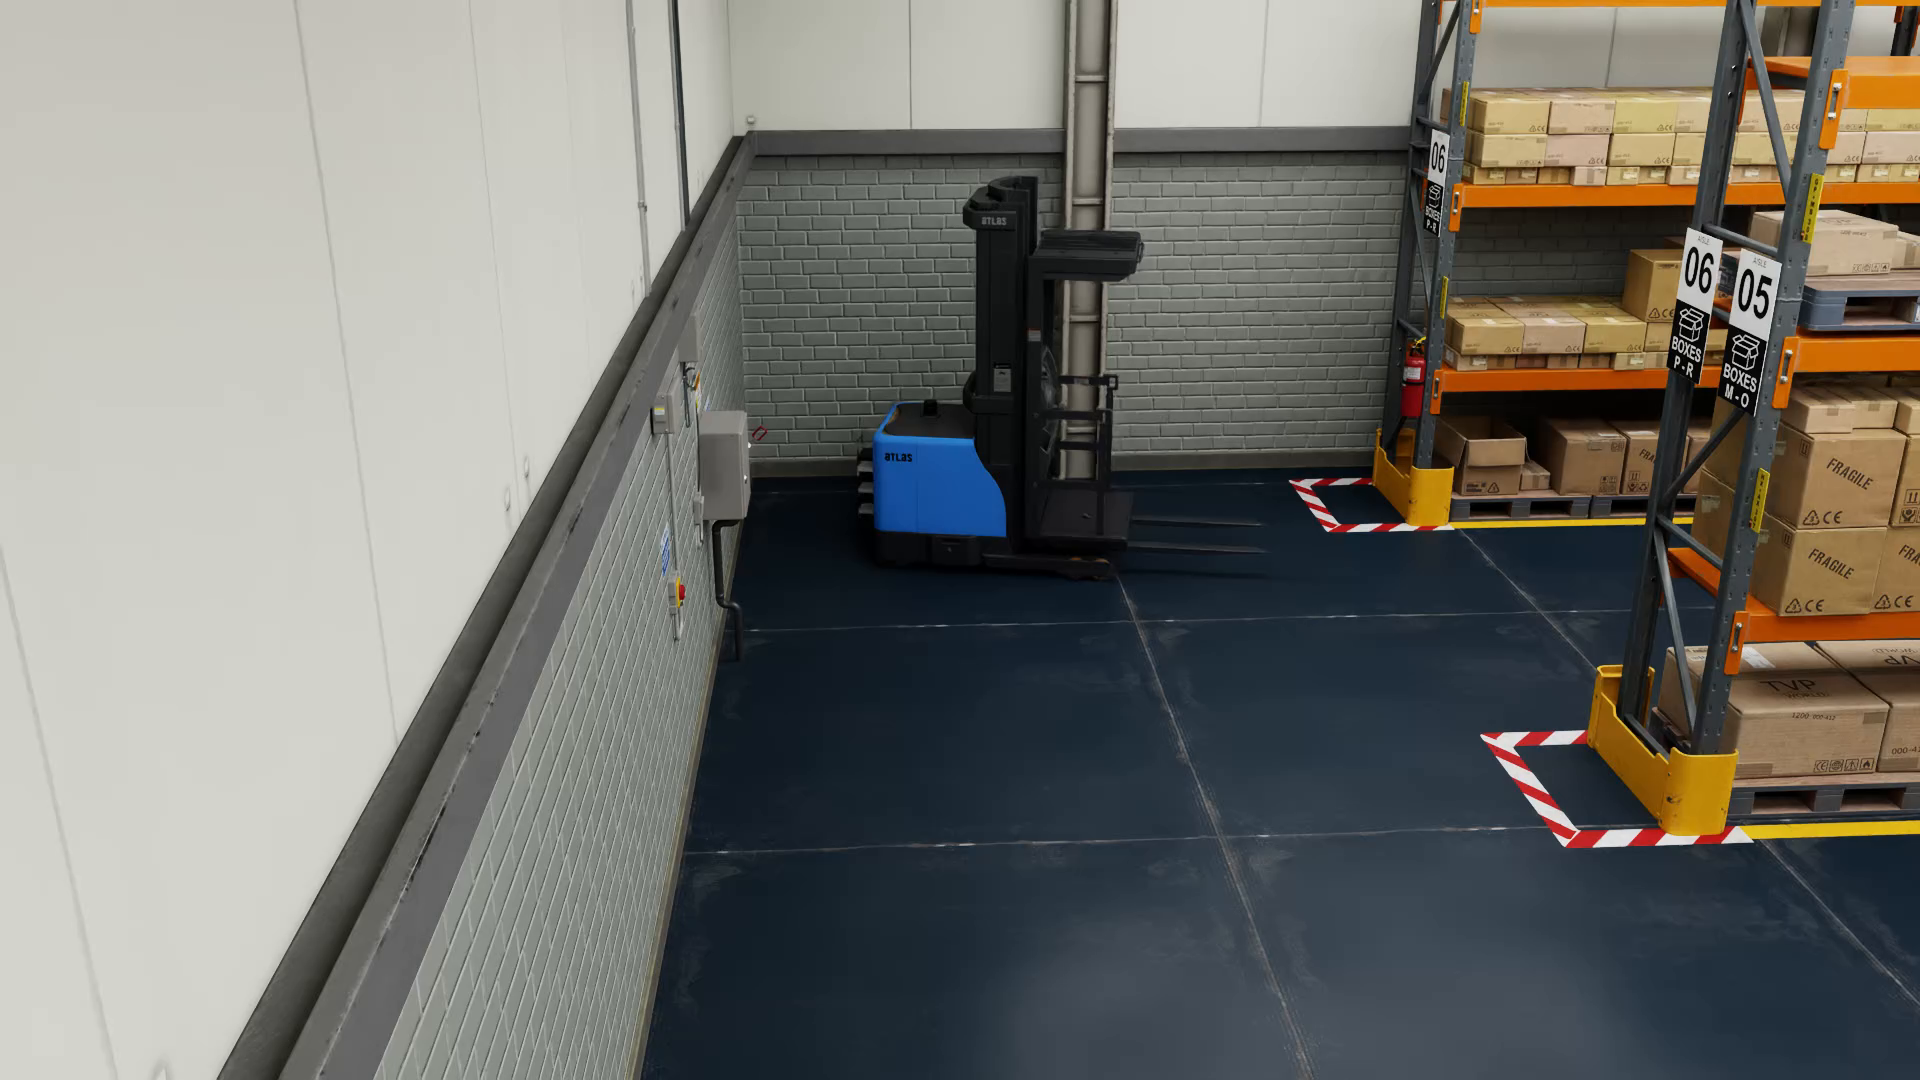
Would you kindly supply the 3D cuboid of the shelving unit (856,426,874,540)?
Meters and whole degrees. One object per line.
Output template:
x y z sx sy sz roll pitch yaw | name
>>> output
-0.710 -0.456 13.554 0.210 0.900 0.258 3 21 7 | shelving unit

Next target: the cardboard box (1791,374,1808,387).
4.461 -0.855 9.194 0.250 0.149 0.380 -1 21 -2 | cardboard box

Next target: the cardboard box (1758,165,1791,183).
6.451 -2.972 13.348 0.250 0.149 0.380 0 21 -1 | cardboard box

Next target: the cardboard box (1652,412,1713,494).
6.335 -0.754 14.310 0.500 0.500 0.700 -2 21 -5 | cardboard box

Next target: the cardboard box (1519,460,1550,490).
4.869 -0.560 14.294 0.250 0.149 0.380 -2 21 -5 | cardboard box

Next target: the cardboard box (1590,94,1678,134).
5.294 -3.366 13.120 0.500 0.250 0.500 -1 21 -4 | cardboard box

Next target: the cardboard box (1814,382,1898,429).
4.742 -0.716 8.829 0.250 0.149 0.380 -1 21 -2 | cardboard box

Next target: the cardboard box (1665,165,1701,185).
5.694 -2.928 13.233 0.250 0.149 0.380 -1 21 -3 | cardboard box

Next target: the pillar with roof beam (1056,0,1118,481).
1.329 -3.263 9.544 0.400 9.000 9.100 -1 21 -3 | pillar with roof beam

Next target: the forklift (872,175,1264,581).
0.873 -1.260 12.811 3.031 2.935 1.130 3 21 7 | forklift

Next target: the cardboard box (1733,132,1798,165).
6.322 -3.156 13.271 0.500 0.250 0.500 -1 21 -2 | cardboard box

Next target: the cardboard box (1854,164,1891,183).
7.233 -2.973 13.350 0.250 0.149 0.380 -1 21 -3 | cardboard box

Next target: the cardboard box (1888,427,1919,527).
5.125 -0.395 8.898 0.500 0.500 0.500 -2 21 -5 | cardboard box

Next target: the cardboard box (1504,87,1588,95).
4.774 -3.546 13.593 0.500 0.250 0.500 -2 21 -5 | cardboard box

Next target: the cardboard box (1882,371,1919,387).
5.219 -0.895 9.298 0.250 0.149 0.380 -1 21 -2 | cardboard box

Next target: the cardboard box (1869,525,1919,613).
5.113 0.066 9.092 0.500 0.500 0.500 -1 21 -4 | cardboard box

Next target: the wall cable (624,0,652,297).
-1.549 -2.548 7.666 0.029 3.000 0.463 -1 21 -3 | wall cable

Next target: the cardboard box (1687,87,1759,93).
6.286 -3.573 13.665 0.500 0.250 0.500 -1 21 -4 | cardboard box

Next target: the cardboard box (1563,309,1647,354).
5.304 -1.727 13.734 0.500 0.250 0.500 -2 21 -4 | cardboard box

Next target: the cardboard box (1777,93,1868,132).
6.824 -3.399 13.208 0.500 0.250 0.500 -1 21 -4 | cardboard box

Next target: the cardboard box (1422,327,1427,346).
4.142 -1.708 14.243 0.250 0.149 0.380 -1 21 -4 | cardboard box

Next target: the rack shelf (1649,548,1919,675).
6.111 0.336 9.534 4.000 0.370 1.077 -1 21 -3 | rack shelf

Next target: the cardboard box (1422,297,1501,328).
4.271 -1.895 14.177 0.500 0.250 0.500 -1 21 -1 | cardboard box

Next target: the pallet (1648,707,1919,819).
4.908 1.299 9.911 1.213 0.211 1.003 -1 21 -3 | pallet

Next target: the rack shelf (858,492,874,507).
-0.710 -0.341 13.598 0.200 0.077 0.258 3 21 7 | rack shelf

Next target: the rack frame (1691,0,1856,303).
4.114 -2.763 8.232 0.127 3.000 1.000 -1 21 -3 | rack frame

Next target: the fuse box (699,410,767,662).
-1.489 0.016 11.174 0.414 1.711 0.539 -1 21 -3 | fuse box

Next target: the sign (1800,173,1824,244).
4.139 -1.610 8.078 0.005 0.325 0.100 -1 21 -3 | sign

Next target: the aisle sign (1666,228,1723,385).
4.024 -1.283 9.122 0.004 0.787 0.394 -1 21 -3 | aisle sign

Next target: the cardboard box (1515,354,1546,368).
4.682 -1.554 13.840 0.250 0.149 0.380 -1 21 -4 | cardboard box

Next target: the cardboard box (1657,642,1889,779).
4.767 0.992 9.809 0.875 0.438 0.875 -2 21 -5 | cardboard box

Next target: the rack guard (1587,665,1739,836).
4.090 1.209 9.743 0.348 0.500 1.175 -1 21 -3 | rack guard

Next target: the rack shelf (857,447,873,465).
-0.710 -0.677 13.470 0.200 0.077 0.258 3 21 7 | rack shelf

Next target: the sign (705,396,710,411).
-1.724 -0.713 11.411 0.001 0.494 0.329 -1 21 -3 | sign

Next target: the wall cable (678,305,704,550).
-1.607 -0.815 10.119 0.122 1.984 0.588 -1 21 -3 | wall cable

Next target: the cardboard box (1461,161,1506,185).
4.158 -2.931 13.242 0.250 0.149 0.380 -1 21 -2 | cardboard box

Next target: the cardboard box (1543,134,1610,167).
4.792 -3.123 13.186 0.500 0.250 0.500 -1 21 -2 | cardboard box

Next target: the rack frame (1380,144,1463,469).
3.827 -1.723 13.931 0.127 3.000 1.000 -1 21 -3 | rack frame

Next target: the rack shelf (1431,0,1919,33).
5.823 -4.229 13.098 4.000 0.370 1.077 -1 21 -3 | rack shelf

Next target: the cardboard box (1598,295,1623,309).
5.802 -1.924 14.253 0.500 0.250 0.500 -1 21 -3 | cardboard box

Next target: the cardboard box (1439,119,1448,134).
4.255 -3.299 13.648 0.500 0.250 0.500 -2 21 -4 | cardboard box

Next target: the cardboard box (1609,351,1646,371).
5.460 -1.523 13.759 0.250 0.149 0.380 -2 21 -5 | cardboard box

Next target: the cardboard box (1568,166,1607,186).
4.930 -2.914 13.195 0.250 0.149 0.380 -1 21 -2 | cardboard box
